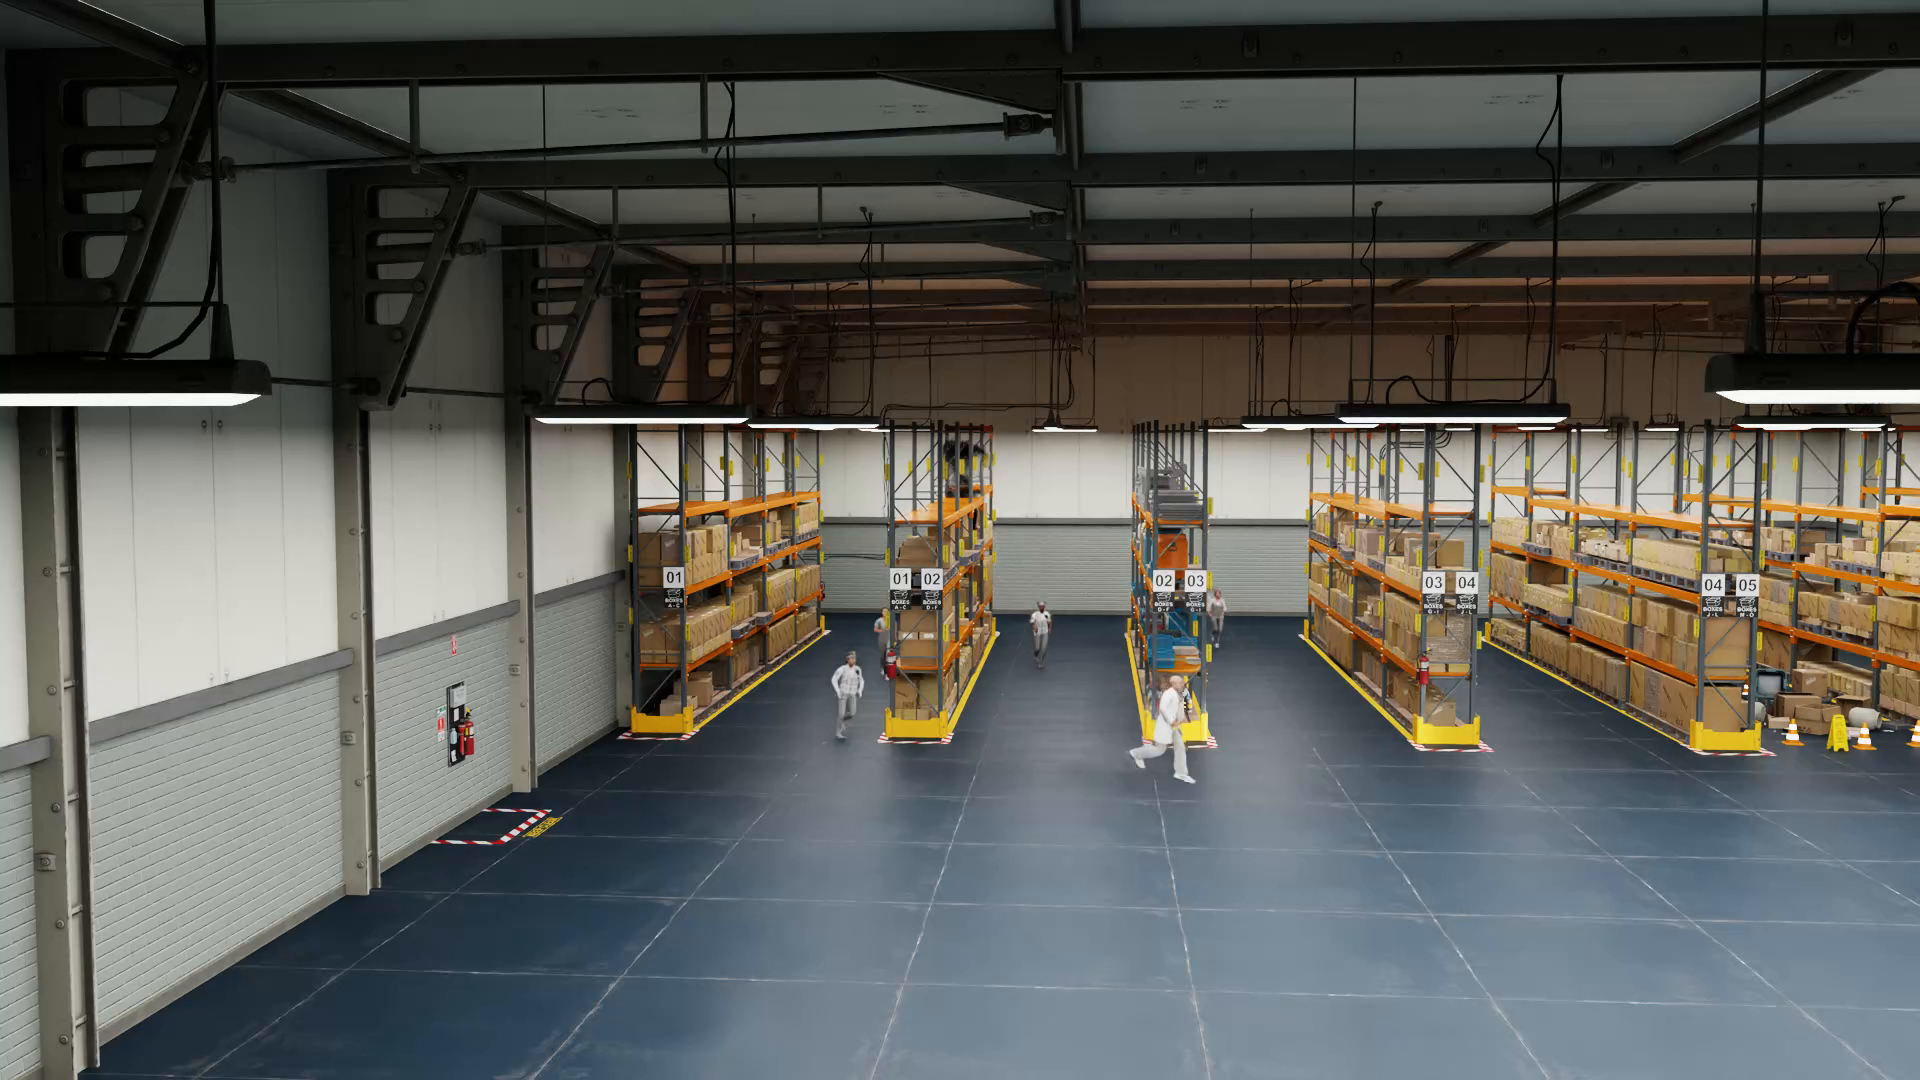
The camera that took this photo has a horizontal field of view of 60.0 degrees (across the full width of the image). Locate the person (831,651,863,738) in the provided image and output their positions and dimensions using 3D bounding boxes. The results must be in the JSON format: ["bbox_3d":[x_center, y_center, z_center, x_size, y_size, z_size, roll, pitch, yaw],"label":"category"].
[{"bbox_3d":[-2.115,2.924,31.553,0.665,1.639,0.507,-1,4,-21],"label":"person"}]

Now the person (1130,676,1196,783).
[{"bbox_3d":[3.372,3.122,27.553,1.114,1.779,0.714,2,4,25],"label":"person"}]

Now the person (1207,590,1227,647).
[{"bbox_3d":[6.926,2.164,44.768,0.531,1.469,0.541,0,4,-4],"label":"person"}]

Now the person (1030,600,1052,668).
[{"bbox_3d":[2.004,2.306,40.962,0.563,1.650,0.588,0,4,-6],"label":"person"}]

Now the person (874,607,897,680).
[{"bbox_3d":[-1.744,2.394,38.967,0.552,1.679,0.948,0,4,-3],"label":"person"}]
